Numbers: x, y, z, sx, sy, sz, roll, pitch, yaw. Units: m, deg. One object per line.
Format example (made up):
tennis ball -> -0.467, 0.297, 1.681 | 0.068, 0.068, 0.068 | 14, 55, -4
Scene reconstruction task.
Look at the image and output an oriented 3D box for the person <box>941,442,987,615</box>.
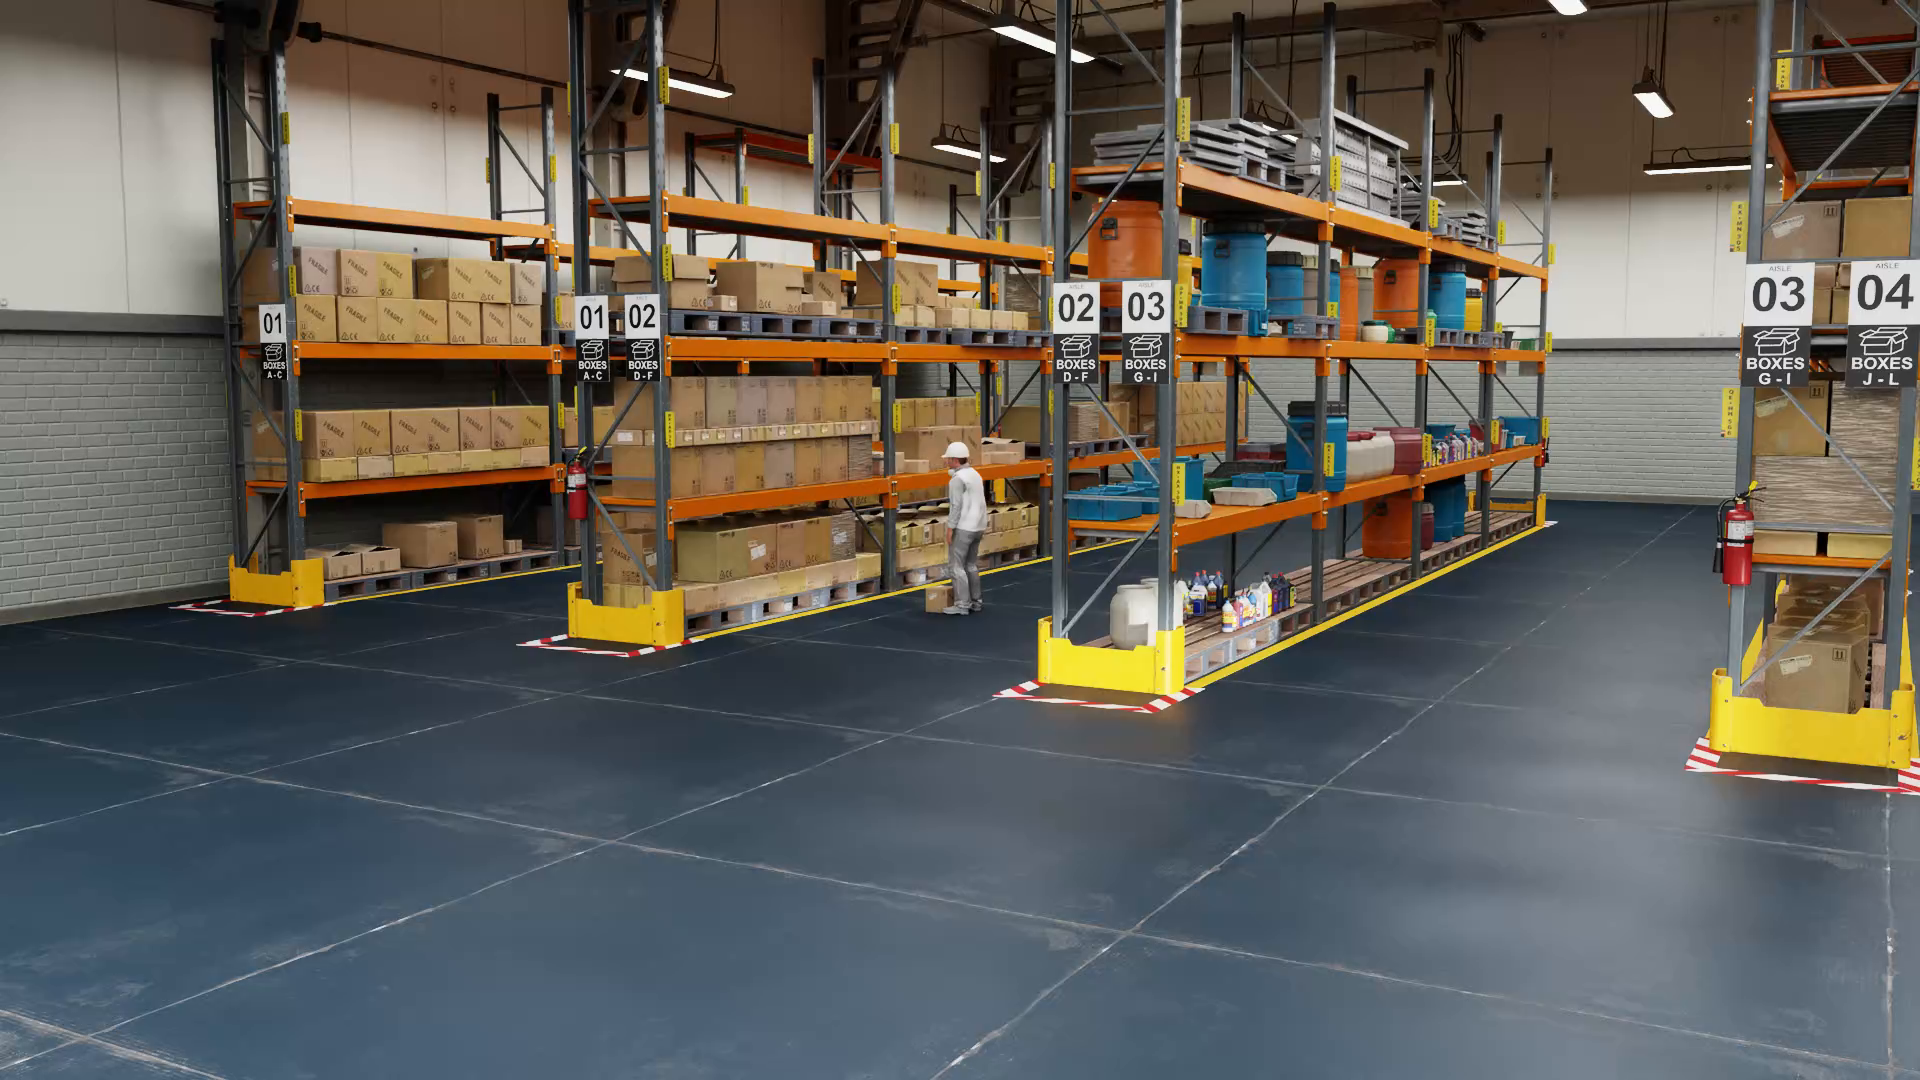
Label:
person -> 0.038, -0.125, 17.218 | 0.463, 1.769, 0.580 | 3, 7, 28
